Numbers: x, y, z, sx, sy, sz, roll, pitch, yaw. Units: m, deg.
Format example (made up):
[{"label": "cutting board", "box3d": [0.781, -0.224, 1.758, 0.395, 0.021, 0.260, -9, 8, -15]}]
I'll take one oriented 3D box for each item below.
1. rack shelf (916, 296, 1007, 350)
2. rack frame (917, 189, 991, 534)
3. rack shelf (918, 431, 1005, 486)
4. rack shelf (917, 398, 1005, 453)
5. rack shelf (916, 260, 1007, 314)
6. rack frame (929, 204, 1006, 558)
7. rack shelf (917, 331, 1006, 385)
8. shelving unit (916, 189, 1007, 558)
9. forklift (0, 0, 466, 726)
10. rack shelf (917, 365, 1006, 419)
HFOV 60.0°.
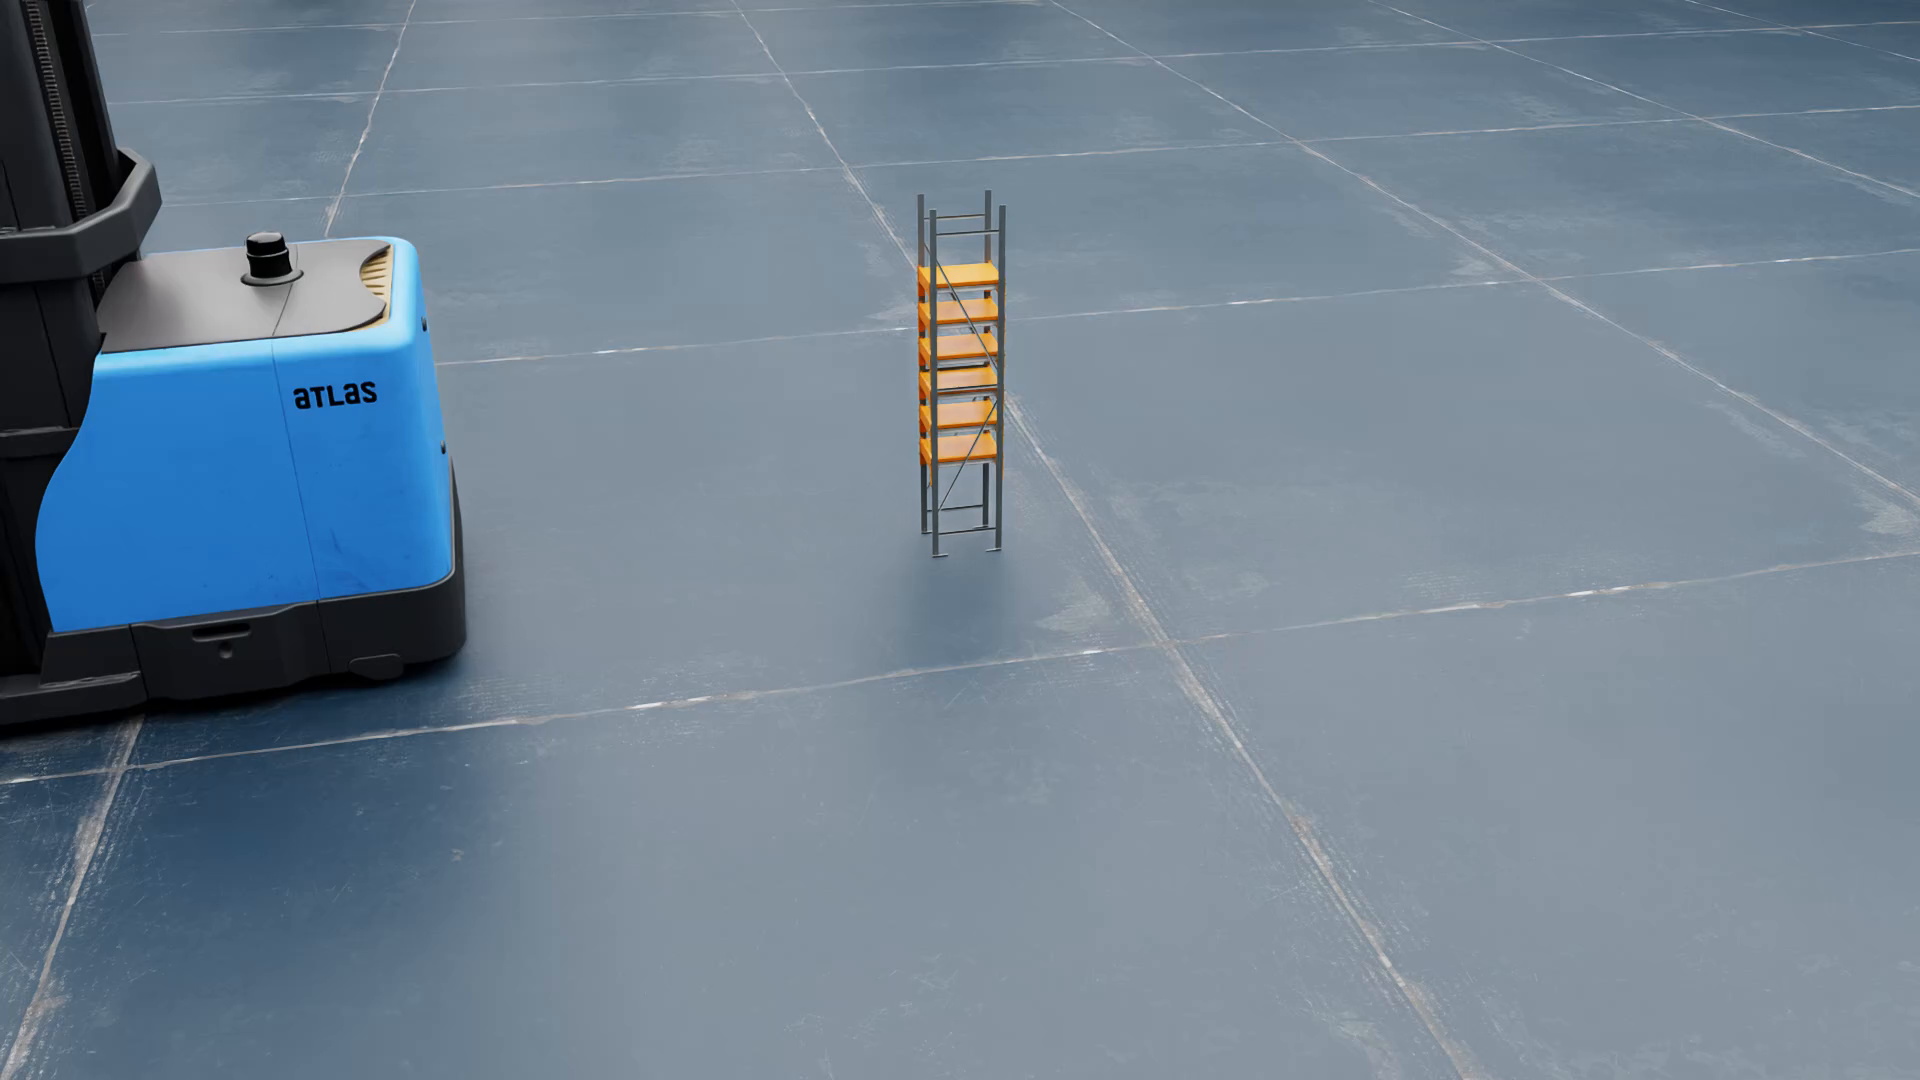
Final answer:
[{"label": "rack shelf", "box3d": [0.003, -0.704, 5.379, 0.258, 0.103, 0.180, -6, 27, -12]}, {"label": "rack frame", "box3d": [-0.017, -0.569, 5.547, 0.240, 1.200, 0.006, -6, 27, -12]}, {"label": "rack shelf", "box3d": [0.003, -0.275, 5.595, 0.258, 0.103, 0.180, -6, 27, -12]}, {"label": "rack shelf", "box3d": [0.003, -0.382, 5.541, 0.258, 0.103, 0.180, -6, 27, -12]}, {"label": "rack shelf", "box3d": [0.003, -0.811, 5.325, 0.258, 0.103, 0.180, -6, 27, -12]}, {"label": "rack frame", "box3d": [0.024, -0.489, 5.387, 0.240, 1.200, 0.006, -6, 27, -12]}, {"label": "rack shelf", "box3d": [0.003, -0.597, 5.433, 0.258, 0.103, 0.180, -6, 27, -12]}, {"label": "shelving unit", "box3d": [0.003, -0.529, 5.467, 0.258, 1.200, 0.189, -6, 27, -12]}, {"label": "forklift", "box3d": [-3.057, -0.941, 4.362, 3.031, 2.935, 1.130, -7, 28, -14]}, {"label": "rack shelf", "box3d": [0.003, -0.490, 5.487, 0.258, 0.103, 0.180, -6, 27, -12]}]
